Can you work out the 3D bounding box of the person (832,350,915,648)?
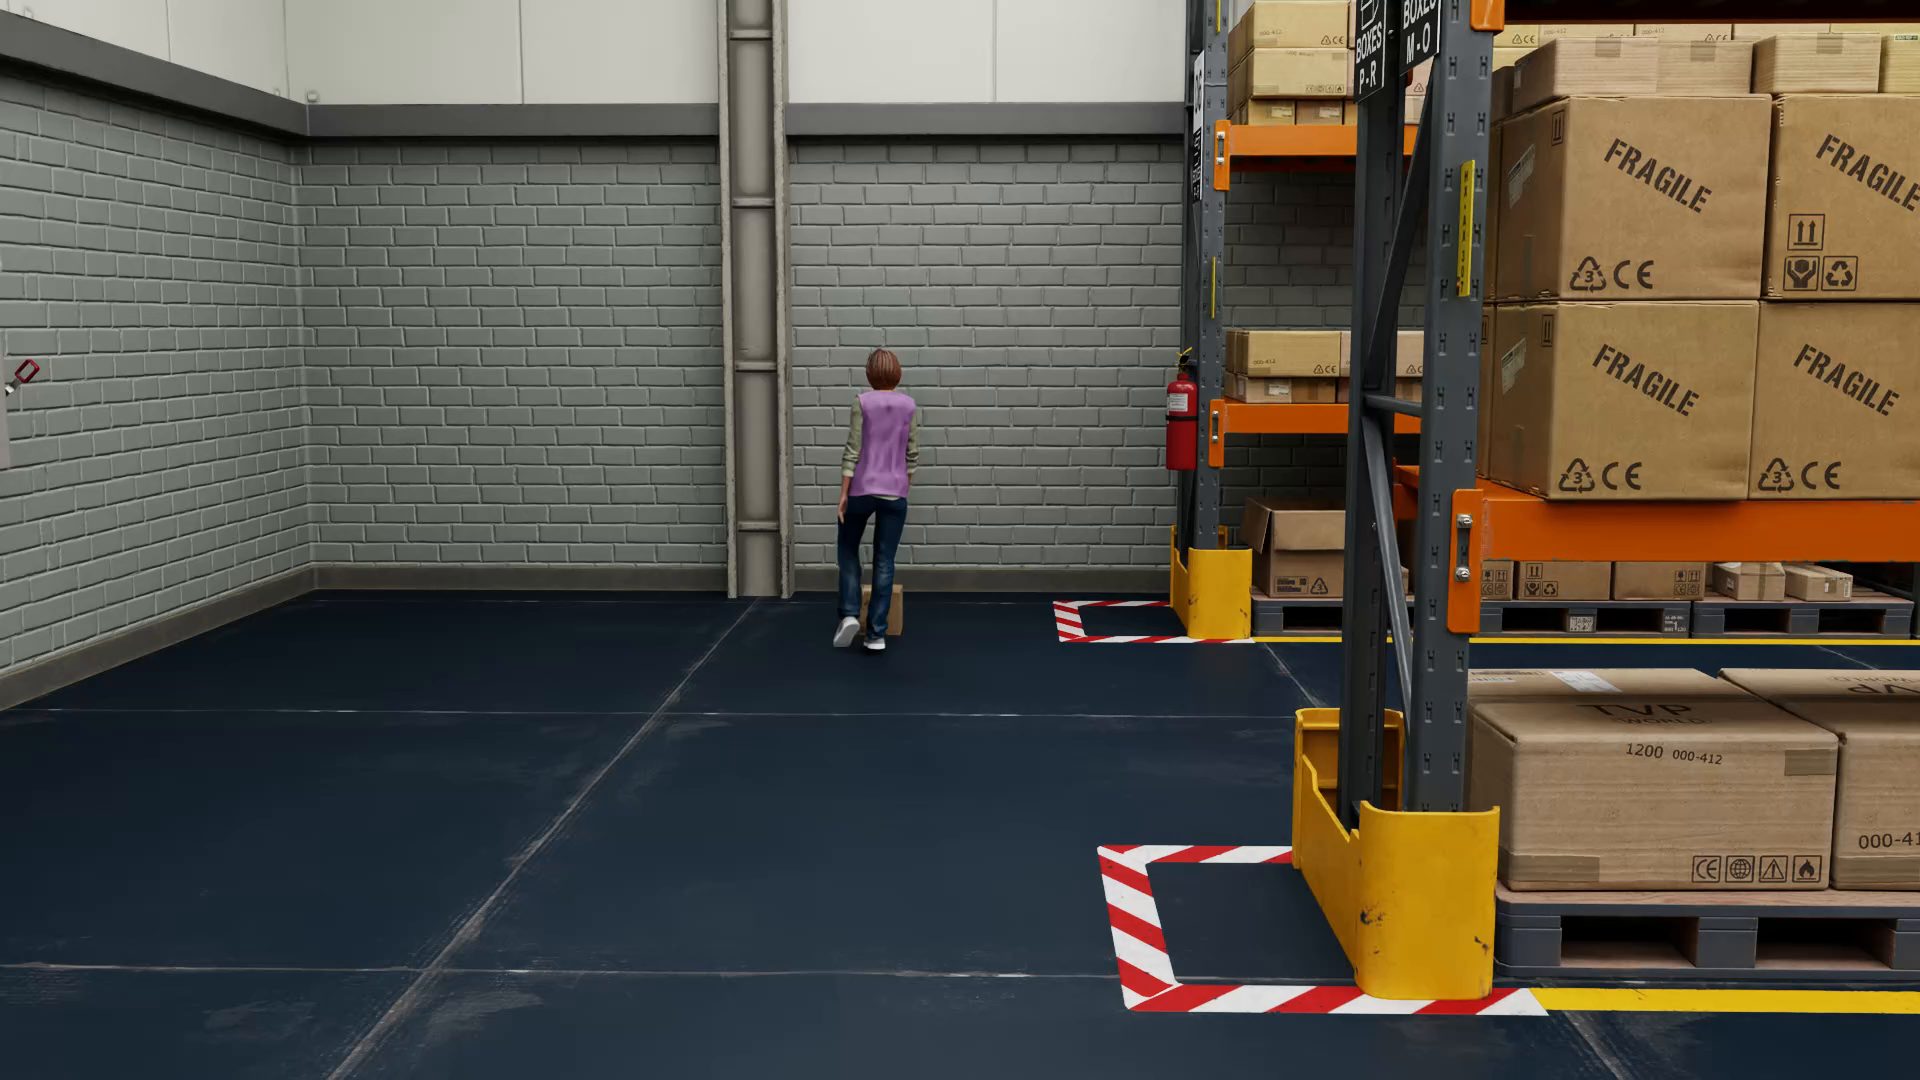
[{"bbox_3d":[-0.467,-0.209,8.937,0.454,1.617,0.632,-2,8,-12],"label":"person"}]
